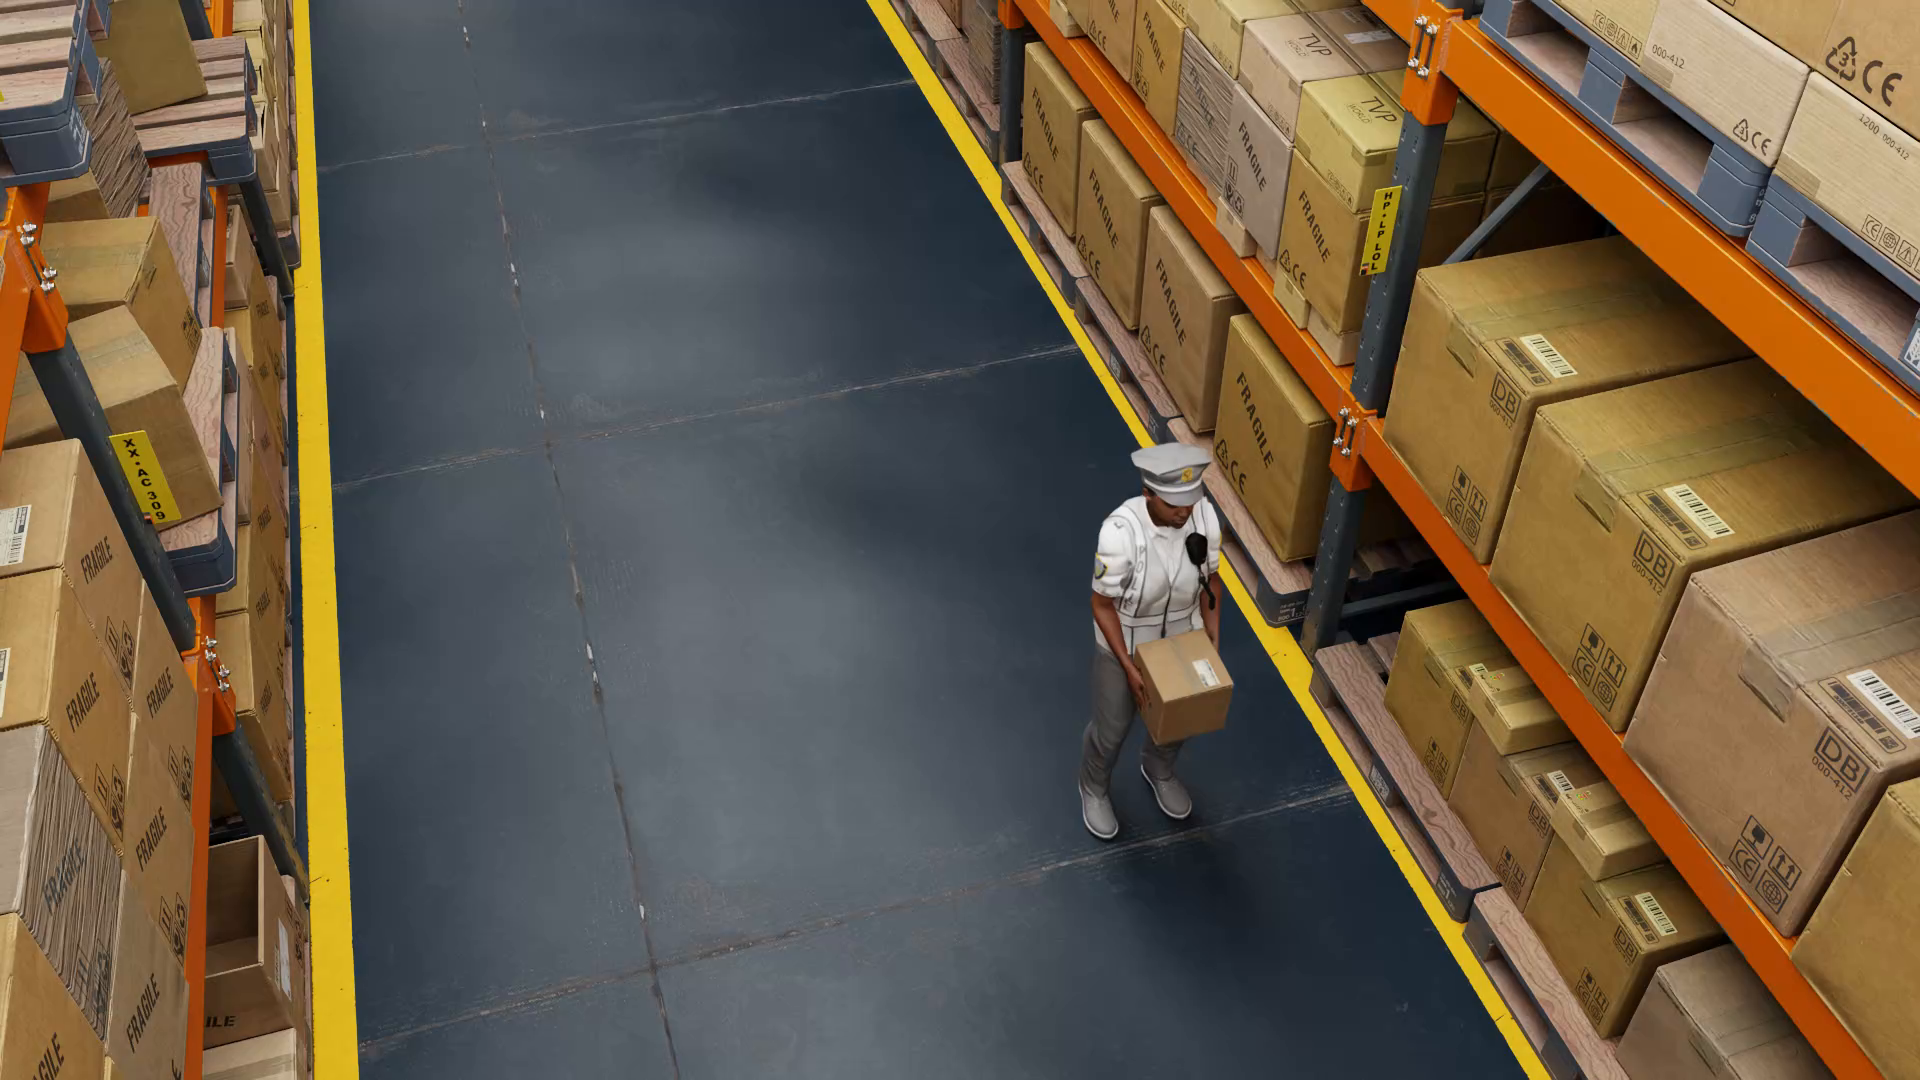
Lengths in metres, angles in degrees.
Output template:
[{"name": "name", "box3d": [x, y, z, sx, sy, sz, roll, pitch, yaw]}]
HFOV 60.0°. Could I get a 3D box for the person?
[{"name": "person", "box3d": [0.677, 0.370, 5.737, 0.474, 1.687, 0.454, -12, 44, -13]}]
